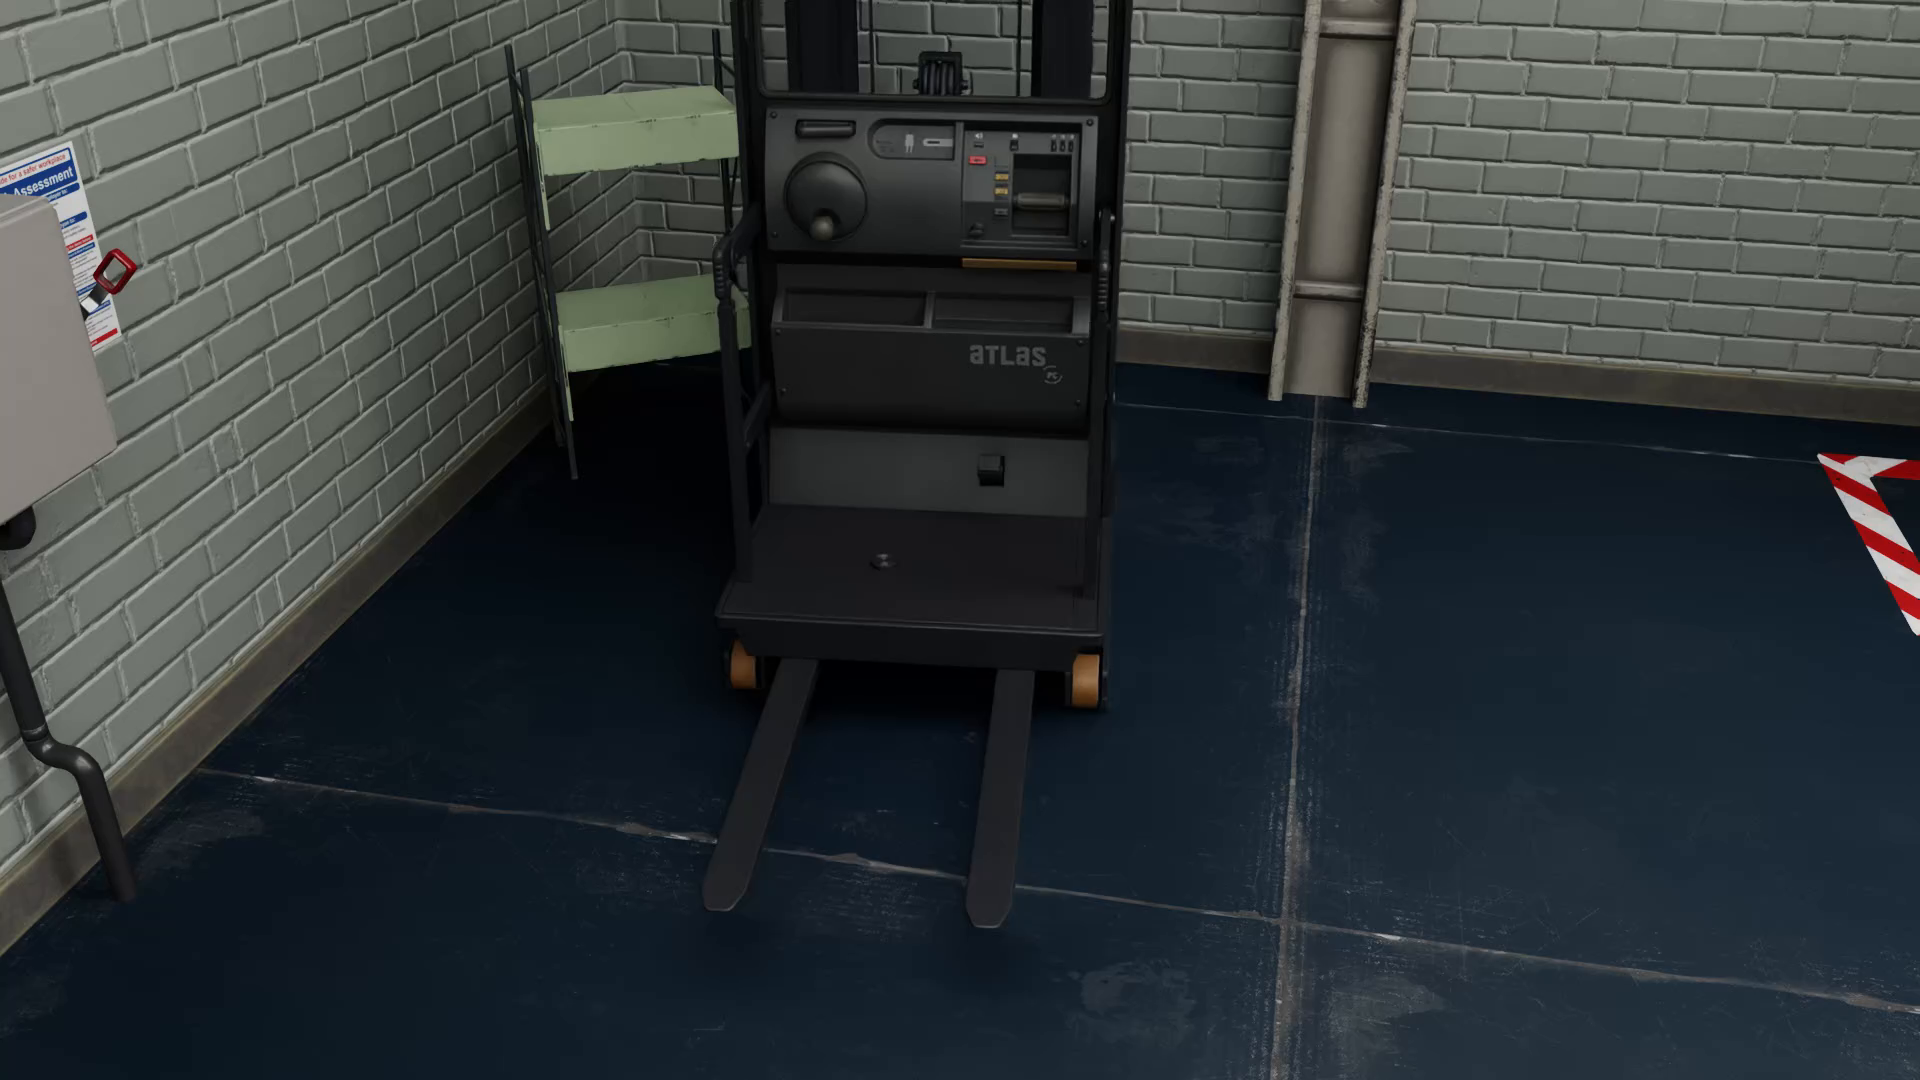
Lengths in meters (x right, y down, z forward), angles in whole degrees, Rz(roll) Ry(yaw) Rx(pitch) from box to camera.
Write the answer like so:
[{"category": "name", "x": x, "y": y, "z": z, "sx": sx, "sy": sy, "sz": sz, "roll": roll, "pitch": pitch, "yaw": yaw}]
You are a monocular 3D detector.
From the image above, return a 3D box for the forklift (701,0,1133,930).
[{"category": "forklift", "x": -0.102, "y": -0.963, "z": 4.457, "sx": 1.130, "sy": 2.935, "sz": 3.031, "roll": 3, "pitch": 29, "yaw": 5}]

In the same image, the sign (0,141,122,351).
[{"category": "sign", "x": -2.141, "y": -0.654, "z": 3.920, "sx": 0.001, "sy": 0.494, "sz": 0.329, "roll": 6, "pitch": 29, "yaw": 11}]

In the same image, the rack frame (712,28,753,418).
[{"category": "rack frame", "x": -0.814, "y": -1.097, "z": 6.191, "sx": 0.023, "sy": 1.500, "sz": 0.400, "roll": -10, "pitch": 30, "yaw": -18}]

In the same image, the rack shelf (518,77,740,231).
[{"category": "rack shelf", "x": -1.155, "y": -1.376, "z": 5.888, "sx": 0.720, "sy": 0.370, "sz": 0.431, "roll": -10, "pitch": 30, "yaw": -18}]

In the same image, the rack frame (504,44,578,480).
[{"category": "rack frame", "x": -1.497, "y": -0.970, "z": 5.960, "sx": 0.023, "sy": 1.500, "sz": 0.400, "roll": -10, "pitch": 30, "yaw": -18}]

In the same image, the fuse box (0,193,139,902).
[{"category": "fuse box", "x": -2.042, "y": 0.122, "z": 3.745, "sx": 0.414, "sy": 1.711, "sz": 0.539, "roll": 6, "pitch": 29, "yaw": 11}]

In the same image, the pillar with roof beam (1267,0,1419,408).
[{"category": "pillar with roof beam", "x": 0.582, "y": -2.551, "z": 1.039, "sx": 0.400, "sy": 9.000, "sz": 9.100, "roll": 6, "pitch": 29, "yaw": 11}]

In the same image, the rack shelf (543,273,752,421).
[{"category": "rack shelf", "x": -1.155, "y": -0.747, "z": 6.232, "sx": 0.720, "sy": 0.370, "sz": 0.431, "roll": -10, "pitch": 30, "yaw": -18}]

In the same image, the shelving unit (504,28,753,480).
[{"category": "shelving unit", "x": -1.155, "y": -1.033, "z": 6.076, "sx": 0.755, "sy": 1.500, "sz": 0.431, "roll": -10, "pitch": 30, "yaw": -18}]
